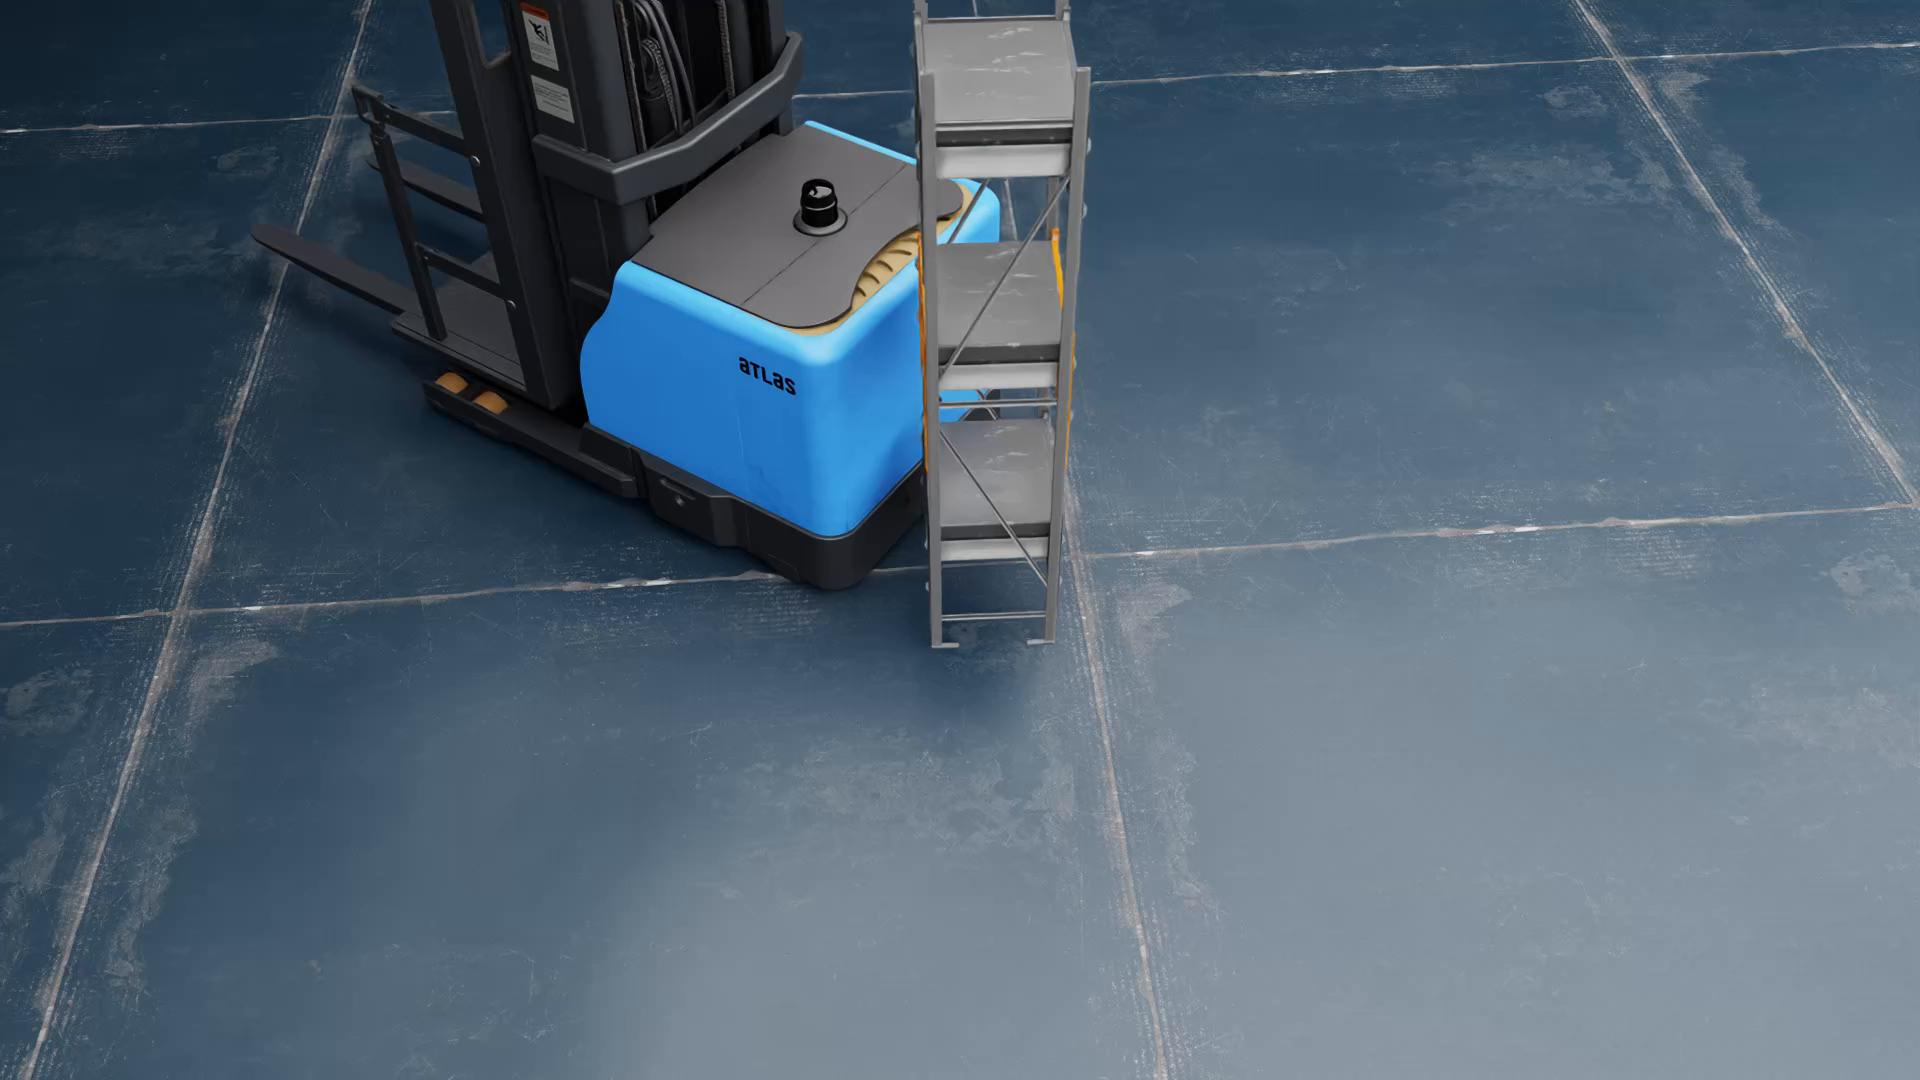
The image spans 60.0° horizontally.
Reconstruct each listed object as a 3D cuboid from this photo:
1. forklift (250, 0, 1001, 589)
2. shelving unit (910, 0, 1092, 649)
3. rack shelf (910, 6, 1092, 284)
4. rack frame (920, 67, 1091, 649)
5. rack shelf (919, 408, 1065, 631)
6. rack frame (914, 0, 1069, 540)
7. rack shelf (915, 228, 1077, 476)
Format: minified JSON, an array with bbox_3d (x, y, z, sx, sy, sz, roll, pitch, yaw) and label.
[{"bbox_3d":[-1.370,-1.682,5.325,3.031,2.935,1.130,25,52,22],"label":"forklift"},{"bbox_3d":[0.094,-0.556,4.830,0.431,2.100,0.503,-2,47,-2],"label":"shelving unit"},{"bbox_3d":[0.095,-1.028,4.332,0.431,0.518,0.480,-2,47,-2],"label":"rack shelf"},{"bbox_3d":[0.107,-0.379,4.663,0.400,2.100,0.015,-2,47,-2],"label":"rack frame"},{"bbox_3d":[0.094,-0.065,5.348,0.431,0.518,0.480,-2,47,-2],"label":"rack shelf"},{"bbox_3d":[0.082,-0.733,4.998,0.400,2.100,0.015,-2,47,-2],"label":"rack frame"},{"bbox_3d":[0.094,-0.546,4.840,0.431,0.518,0.480,-2,47,-2],"label":"rack shelf"}]
